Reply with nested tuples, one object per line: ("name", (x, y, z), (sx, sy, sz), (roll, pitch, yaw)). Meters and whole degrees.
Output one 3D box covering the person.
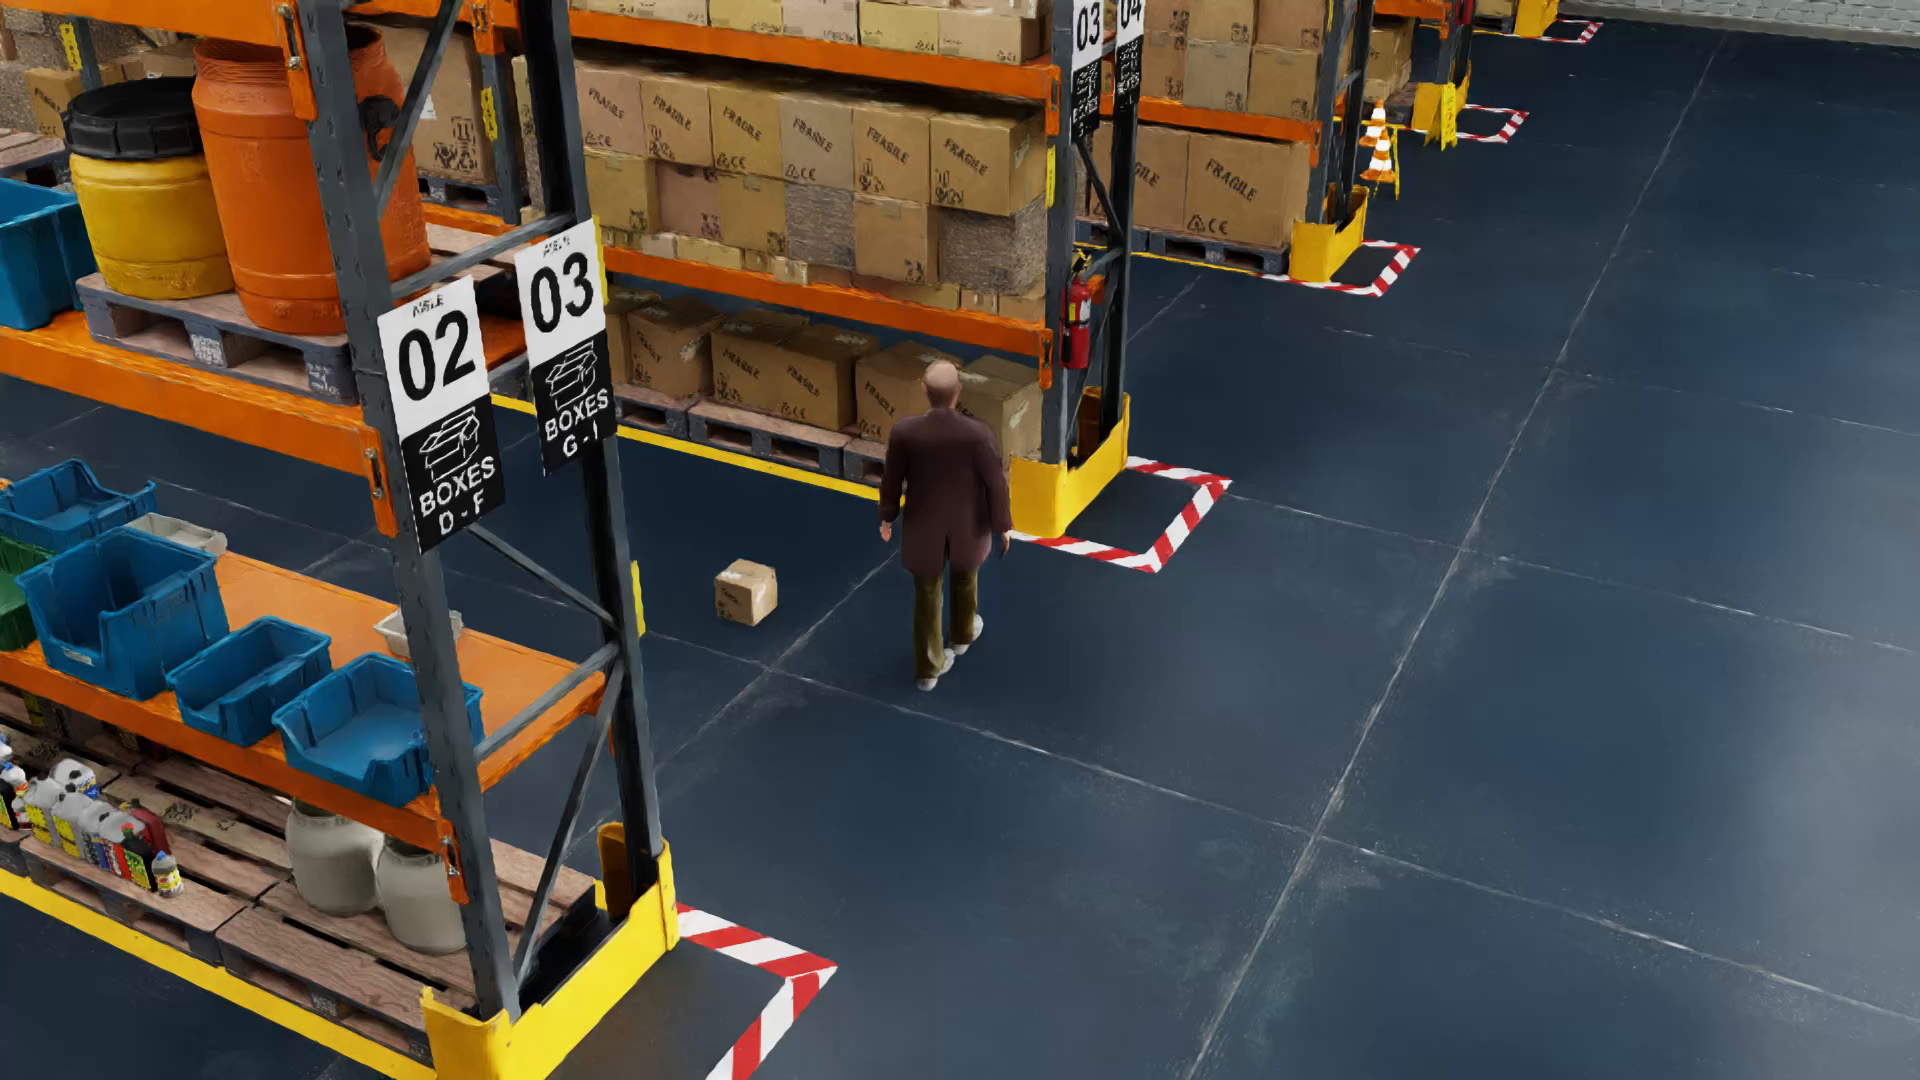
("person", (-0.082, -0.138, 8.535), (0.690, 1.779, 0.662), (0, 30, -1))
